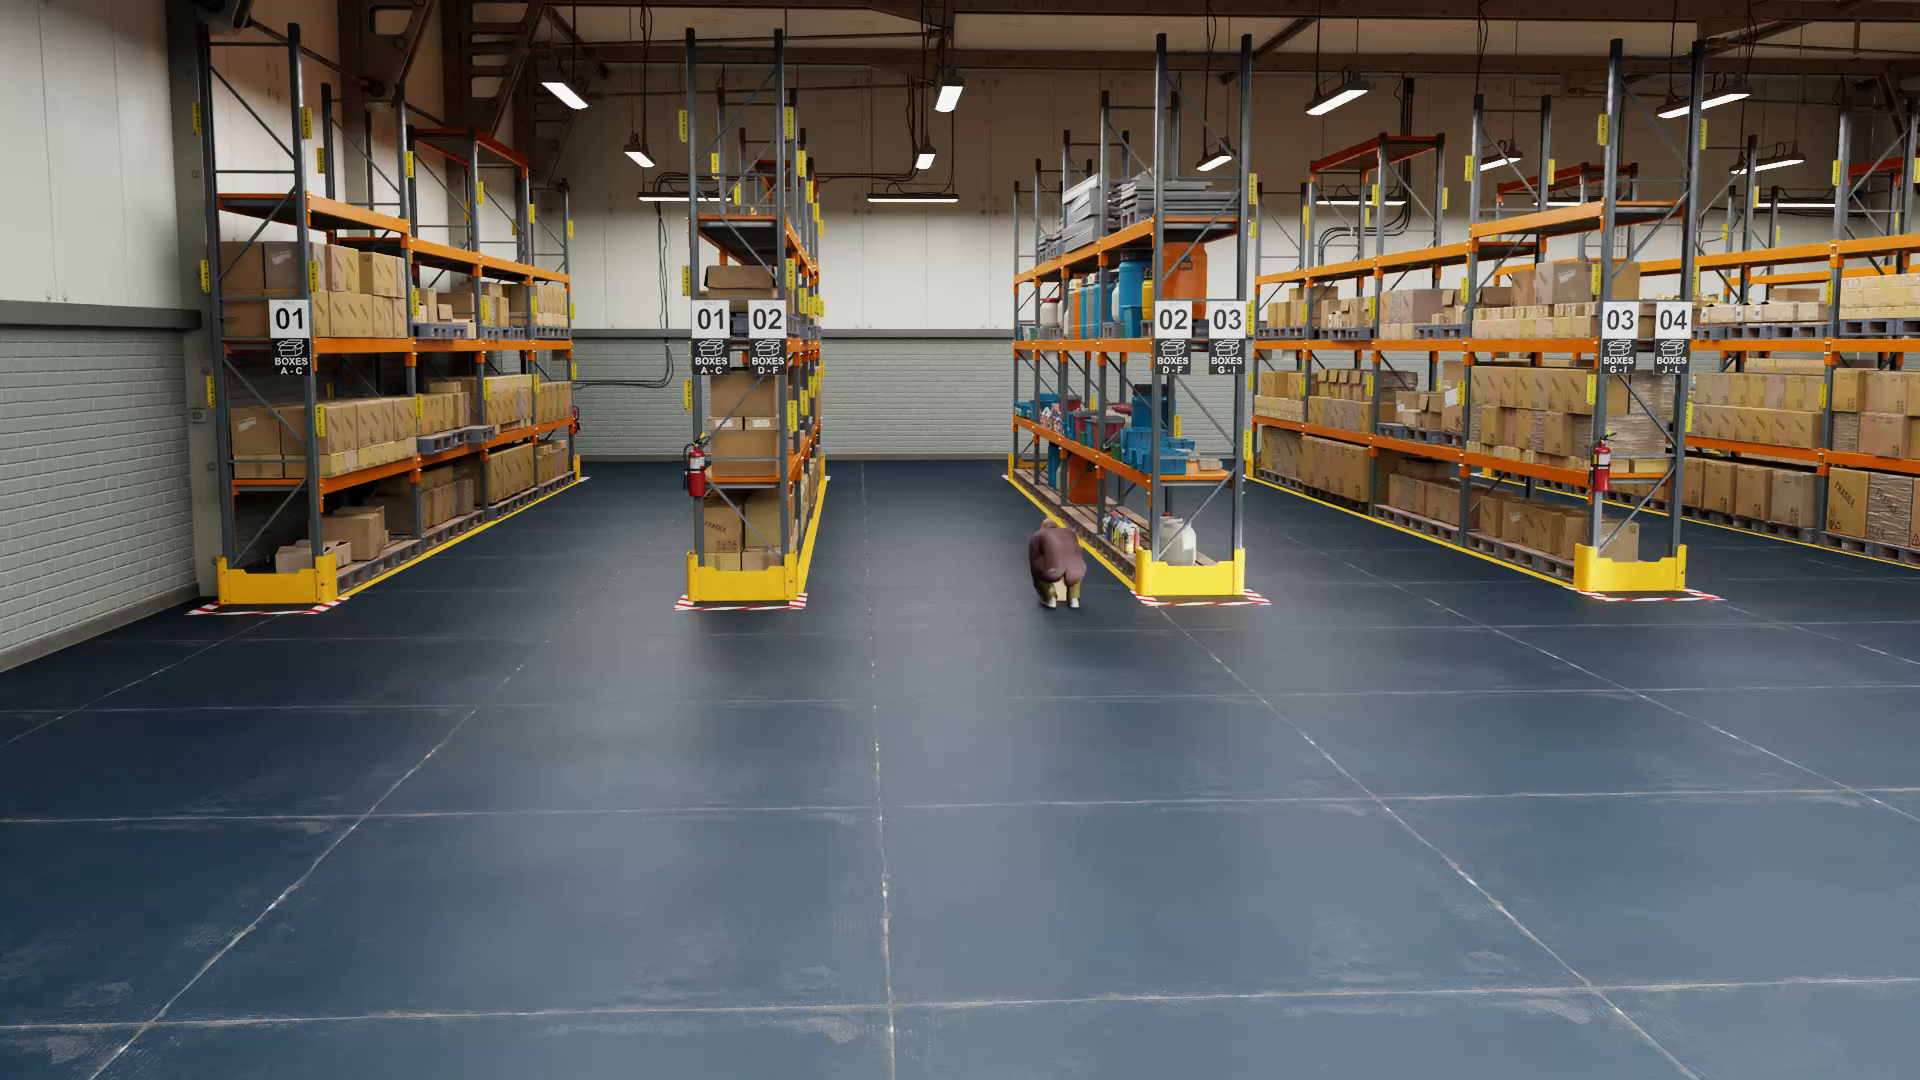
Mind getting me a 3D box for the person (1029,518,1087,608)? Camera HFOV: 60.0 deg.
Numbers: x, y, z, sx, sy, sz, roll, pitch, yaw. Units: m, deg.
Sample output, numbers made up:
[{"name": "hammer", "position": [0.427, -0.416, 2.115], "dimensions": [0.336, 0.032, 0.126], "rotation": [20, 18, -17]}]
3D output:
[{"name": "person", "position": [1.034, 0.246, 17.579], "dimensions": [0.603, 0.880, 0.899], "rotation": [0, 7, -4]}]
